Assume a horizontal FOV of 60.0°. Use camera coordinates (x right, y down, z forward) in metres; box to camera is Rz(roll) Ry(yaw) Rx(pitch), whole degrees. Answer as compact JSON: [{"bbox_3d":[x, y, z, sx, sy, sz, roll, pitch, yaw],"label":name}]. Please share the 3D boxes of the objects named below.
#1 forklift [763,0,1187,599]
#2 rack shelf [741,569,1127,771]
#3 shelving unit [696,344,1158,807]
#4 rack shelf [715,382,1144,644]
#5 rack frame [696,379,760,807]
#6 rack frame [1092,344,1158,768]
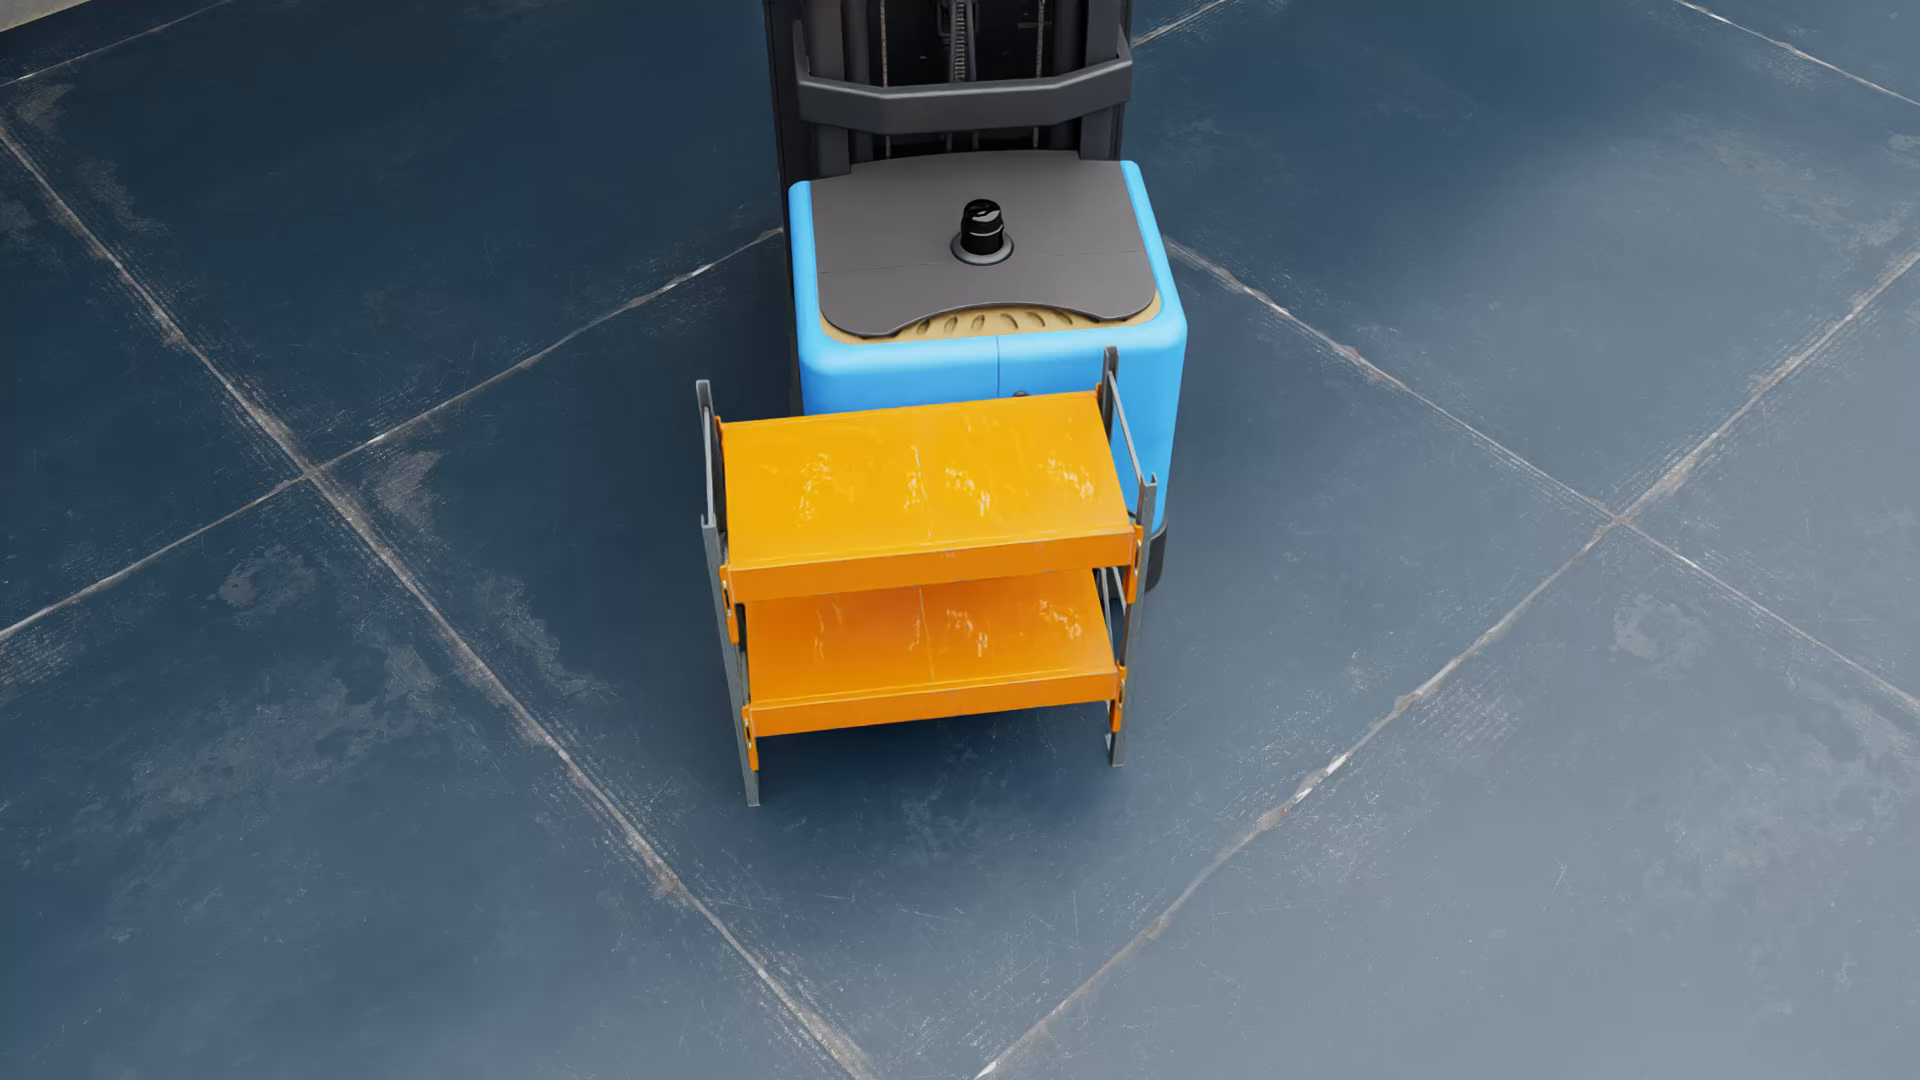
[{"bbox_3d":[-0.061,-1.849,4.962,1.130,2.935,3.031,-5,47,-4],"label":"forklift"},{"bbox_3d":[-0.095,0.288,4.552,1.000,0.278,0.538,-6,48,-5],"label":"rack shelf"},{"bbox_3d":[-0.095,0.122,4.372,1.048,1.125,0.538,-6,48,-5],"label":"shelving unit"},{"bbox_3d":[-0.095,-0.076,4.156,1.000,0.278,0.538,-6,48,-5],"label":"rack shelf"},{"bbox_3d":[-0.599,0.170,4.327,0.032,1.125,0.500,-6,48,-5],"label":"rack frame"},{"bbox_3d":[0.409,0.073,4.417,0.032,1.125,0.500,-6,48,-5],"label":"rack frame"}]
